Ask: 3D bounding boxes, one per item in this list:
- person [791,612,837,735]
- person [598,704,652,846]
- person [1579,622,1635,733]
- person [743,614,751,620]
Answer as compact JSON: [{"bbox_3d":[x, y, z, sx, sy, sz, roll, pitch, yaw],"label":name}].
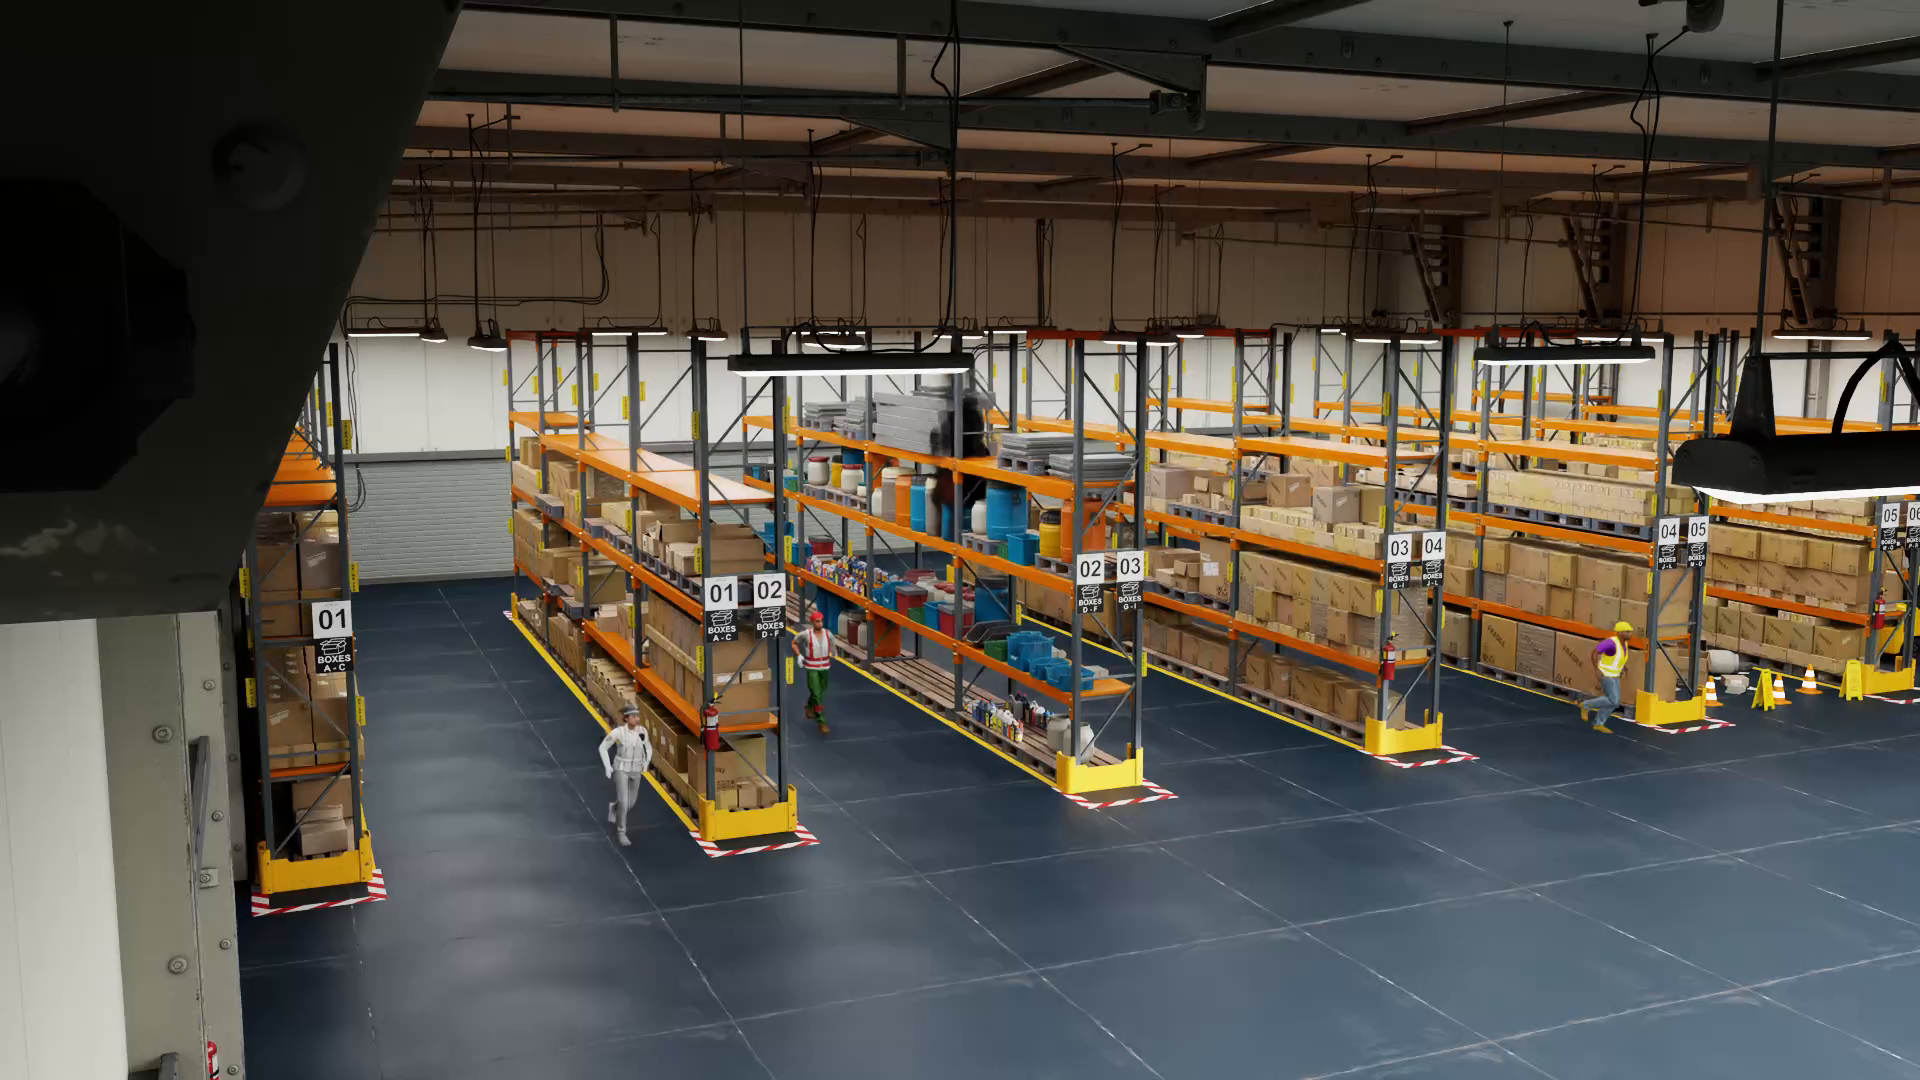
[{"bbox_3d":[-2.182,1.981,25.397,0.652,1.805,0.983,-5,9,-31],"label":"person"},{"bbox_3d":[-4.041,2.799,20.169,0.662,1.663,0.734,-5,9,-33],"label":"person"},{"bbox_3d":[9.876,2.068,25.347,0.692,1.701,0.692,7,10,41],"label":"person"},{"bbox_3d":[-3.904,1.287,31.288,0.544,1.589,0.813,-2,8,-17],"label":"person"}]
